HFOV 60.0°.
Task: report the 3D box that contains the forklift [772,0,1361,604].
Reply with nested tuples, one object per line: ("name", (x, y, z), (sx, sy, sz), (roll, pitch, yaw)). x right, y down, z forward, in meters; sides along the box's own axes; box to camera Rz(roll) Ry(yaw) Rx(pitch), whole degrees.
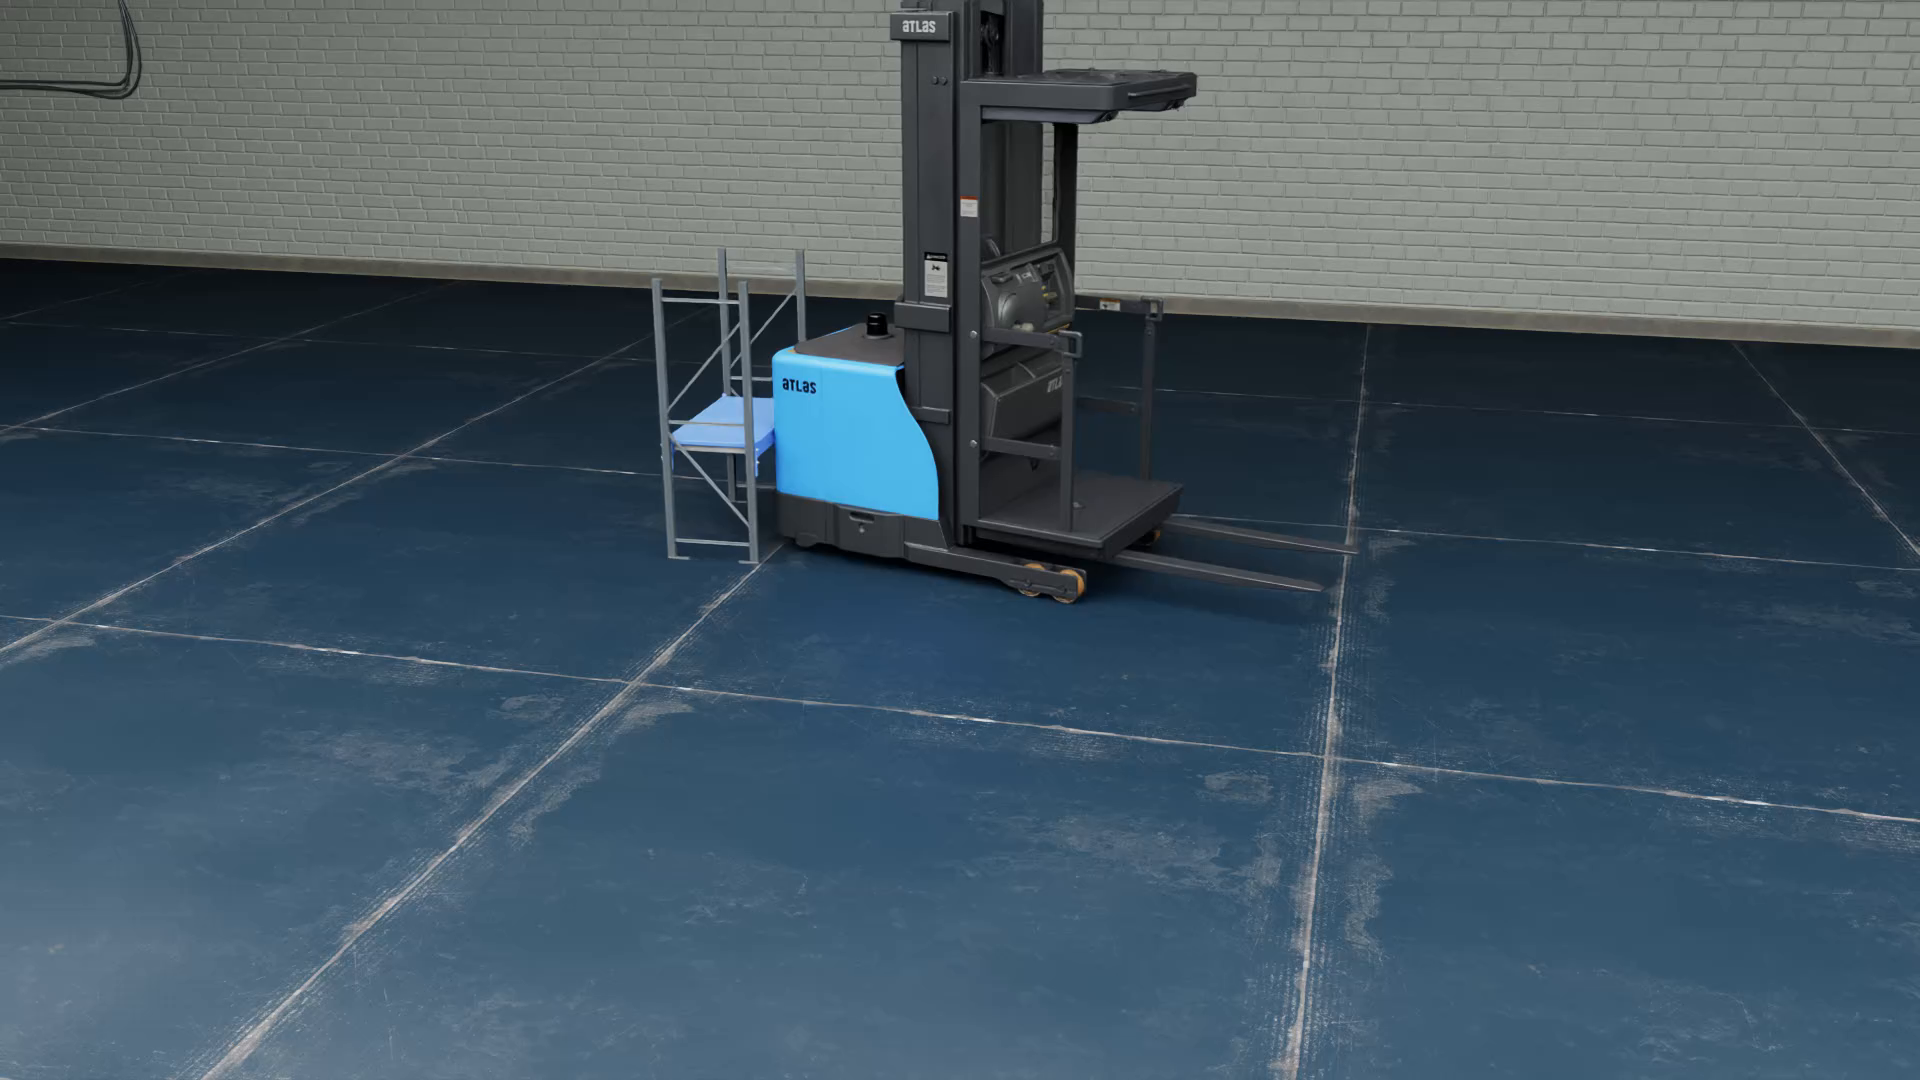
("forklift", (0.530, -1.267, 8.364), (3.031, 2.935, 1.130), (10, 21, 27))

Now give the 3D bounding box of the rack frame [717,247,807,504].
("rack frame", (-1.119, -0.921, 9.565), (0.500, 1.500, 0.032), (4, 19, 10))

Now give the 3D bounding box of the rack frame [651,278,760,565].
("rack frame", (-1.313, -0.599, 8.621), (0.500, 1.500, 0.032), (4, 19, 10))

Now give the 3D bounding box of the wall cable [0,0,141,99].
("wall cable", (-9.920, -5.830, 17.137), (3.097, 2.526, 0.112), (5, 19, 13))

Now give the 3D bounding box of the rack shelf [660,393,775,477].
("rack shelf", (-1.216, -0.590, 9.151), (0.538, 0.185, 1.000), (4, 19, 10))

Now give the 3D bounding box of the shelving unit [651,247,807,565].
("shelving unit", (-1.216, -0.760, 9.093), (0.538, 1.500, 1.048), (4, 19, 10))
